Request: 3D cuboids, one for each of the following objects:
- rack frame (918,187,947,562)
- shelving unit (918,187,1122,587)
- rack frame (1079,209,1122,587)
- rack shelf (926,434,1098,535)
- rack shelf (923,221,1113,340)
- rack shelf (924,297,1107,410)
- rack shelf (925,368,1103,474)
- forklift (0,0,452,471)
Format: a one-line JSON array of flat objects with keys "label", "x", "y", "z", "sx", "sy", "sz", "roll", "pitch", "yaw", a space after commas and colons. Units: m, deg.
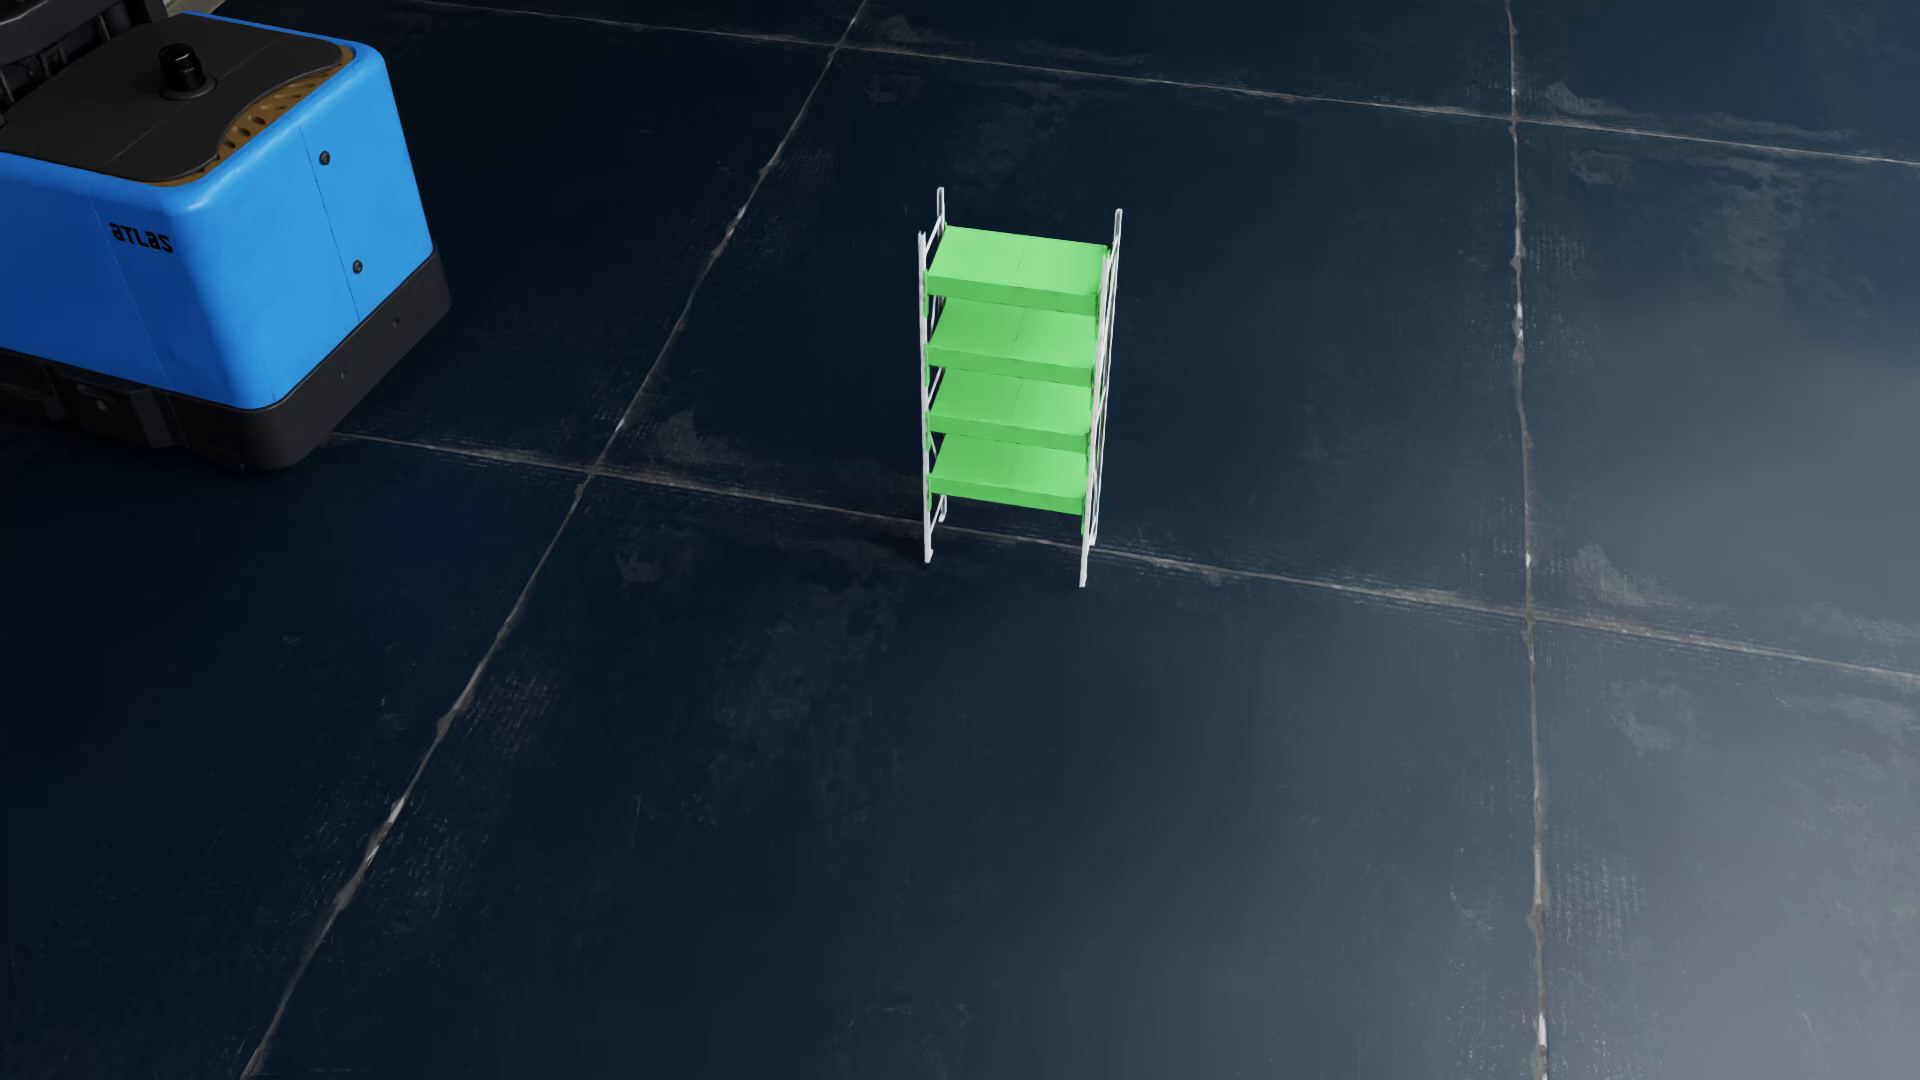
[{"label": "rack frame", "x": -0.077, "y": -0.444, "z": 4.846, "sx": 0.015, "sy": 1.200, "sz": 0.240, "roll": 9, "pitch": 45, "yaw": 9}, {"label": "shelving unit", "x": 0.162, "y": -0.407, "z": 4.808, "sx": 0.503, "sy": 1.200, "sz": 0.258, "roll": 9, "pitch": 45, "yaw": 9}, {"label": "rack frame", "x": 0.400, "y": -0.370, "z": 4.769, "sx": 0.015, "sy": 1.200, "sz": 0.240, "roll": 9, "pitch": 45, "yaw": 9}, {"label": "rack shelf", "x": 0.162, "y": -0.188, "z": 5.019, "sx": 0.480, "sy": 0.148, "sz": 0.258, "roll": 9, "pitch": 45, "yaw": 9}, {"label": "rack shelf", "x": 0.162, "y": -0.707, "z": 4.519, "sx": 0.480, "sy": 0.148, "sz": 0.258, "roll": 9, "pitch": 45, "yaw": 9}, {"label": "rack shelf", "x": 0.162, "y": -0.534, "z": 4.686, "sx": 0.480, "sy": 0.148, "sz": 0.258, "roll": 9, "pitch": 45, "yaw": 9}, {"label": "rack shelf", "x": 0.162, "y": -0.361, "z": 4.852, "sx": 0.480, "sy": 0.148, "sz": 0.258, "roll": 9, "pitch": 45, "yaw": 9}, {"label": "forklift", "x": -3.416, "y": -1.909, "z": 5.119, "sx": 3.031, "sy": 2.935, "sz": 1.130, "roll": 14, "pitch": 46, "yaw": 14}]
